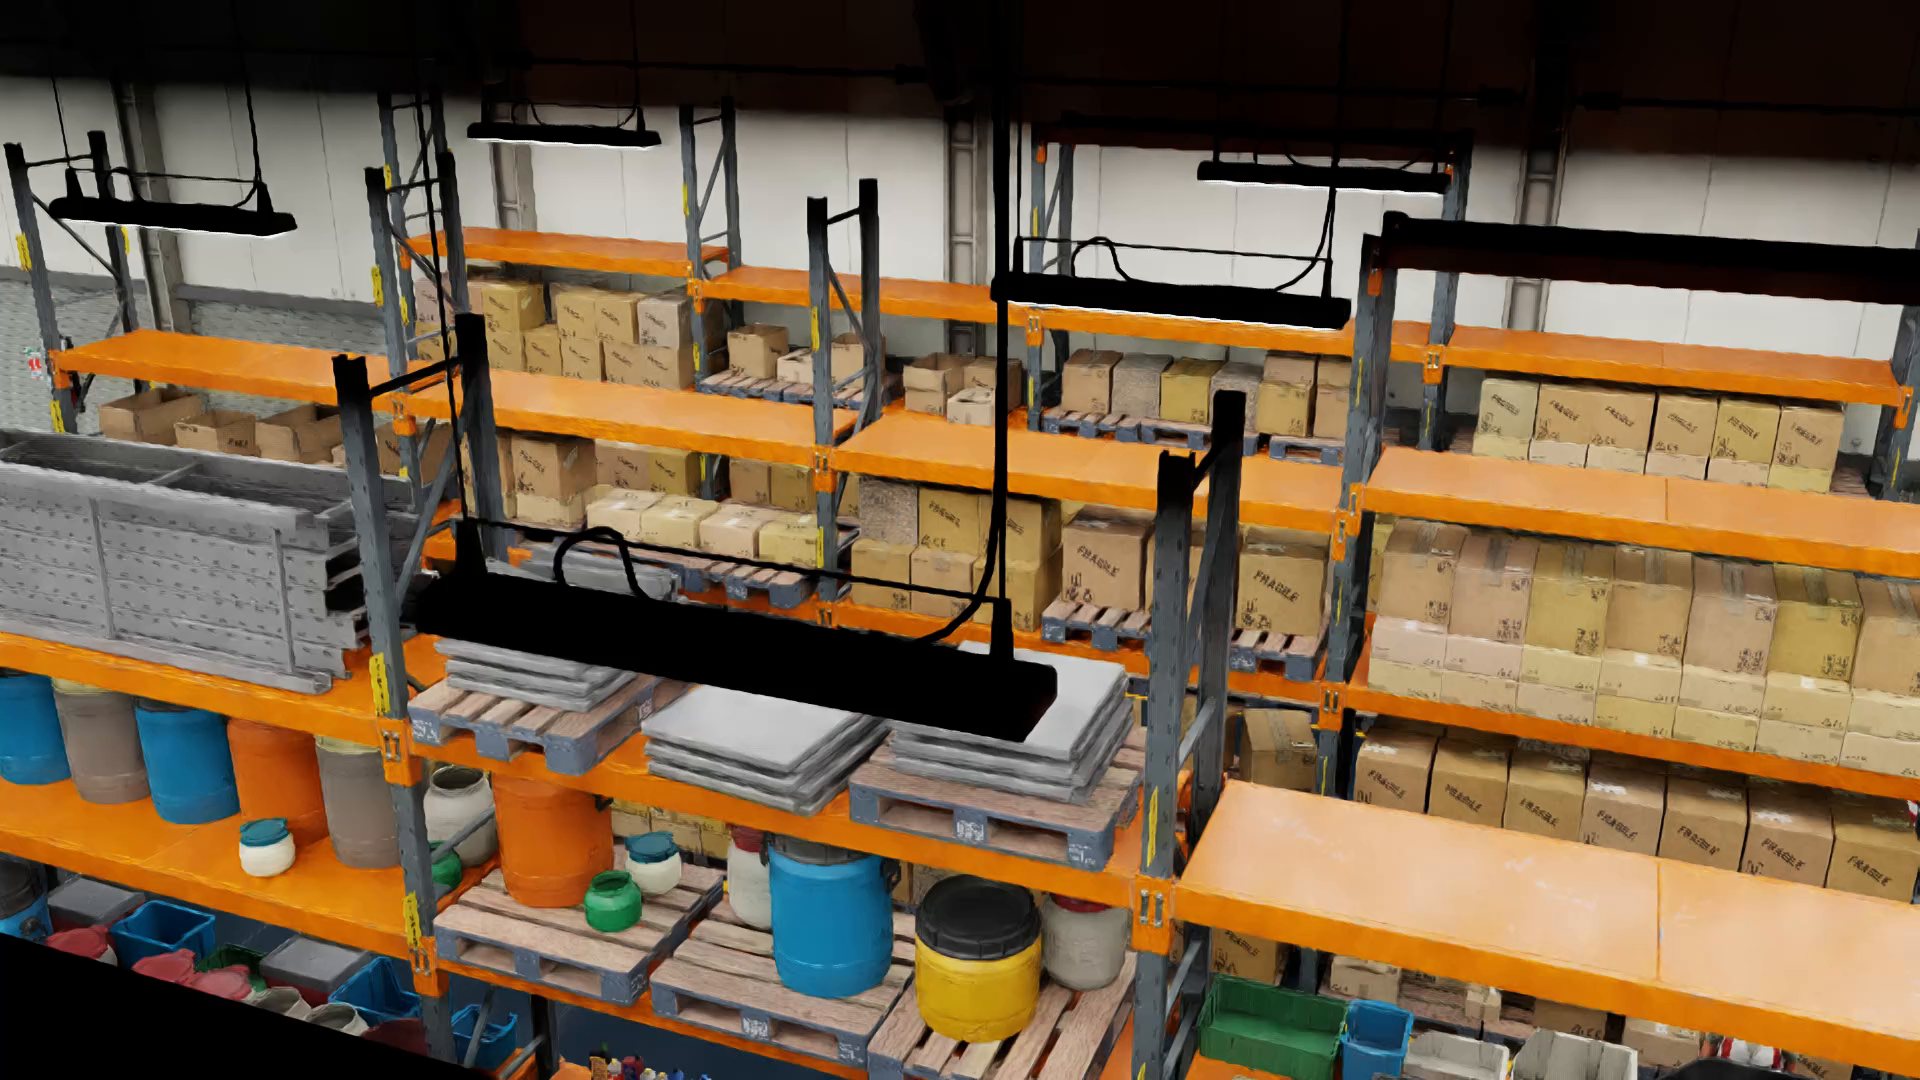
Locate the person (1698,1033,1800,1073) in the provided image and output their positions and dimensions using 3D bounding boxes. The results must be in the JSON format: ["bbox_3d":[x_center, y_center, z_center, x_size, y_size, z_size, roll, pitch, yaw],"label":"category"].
[{"bbox_3d":[4.976,3.531,10.581,0.637,1.789,0.474,11,24,27],"label":"person"}]
